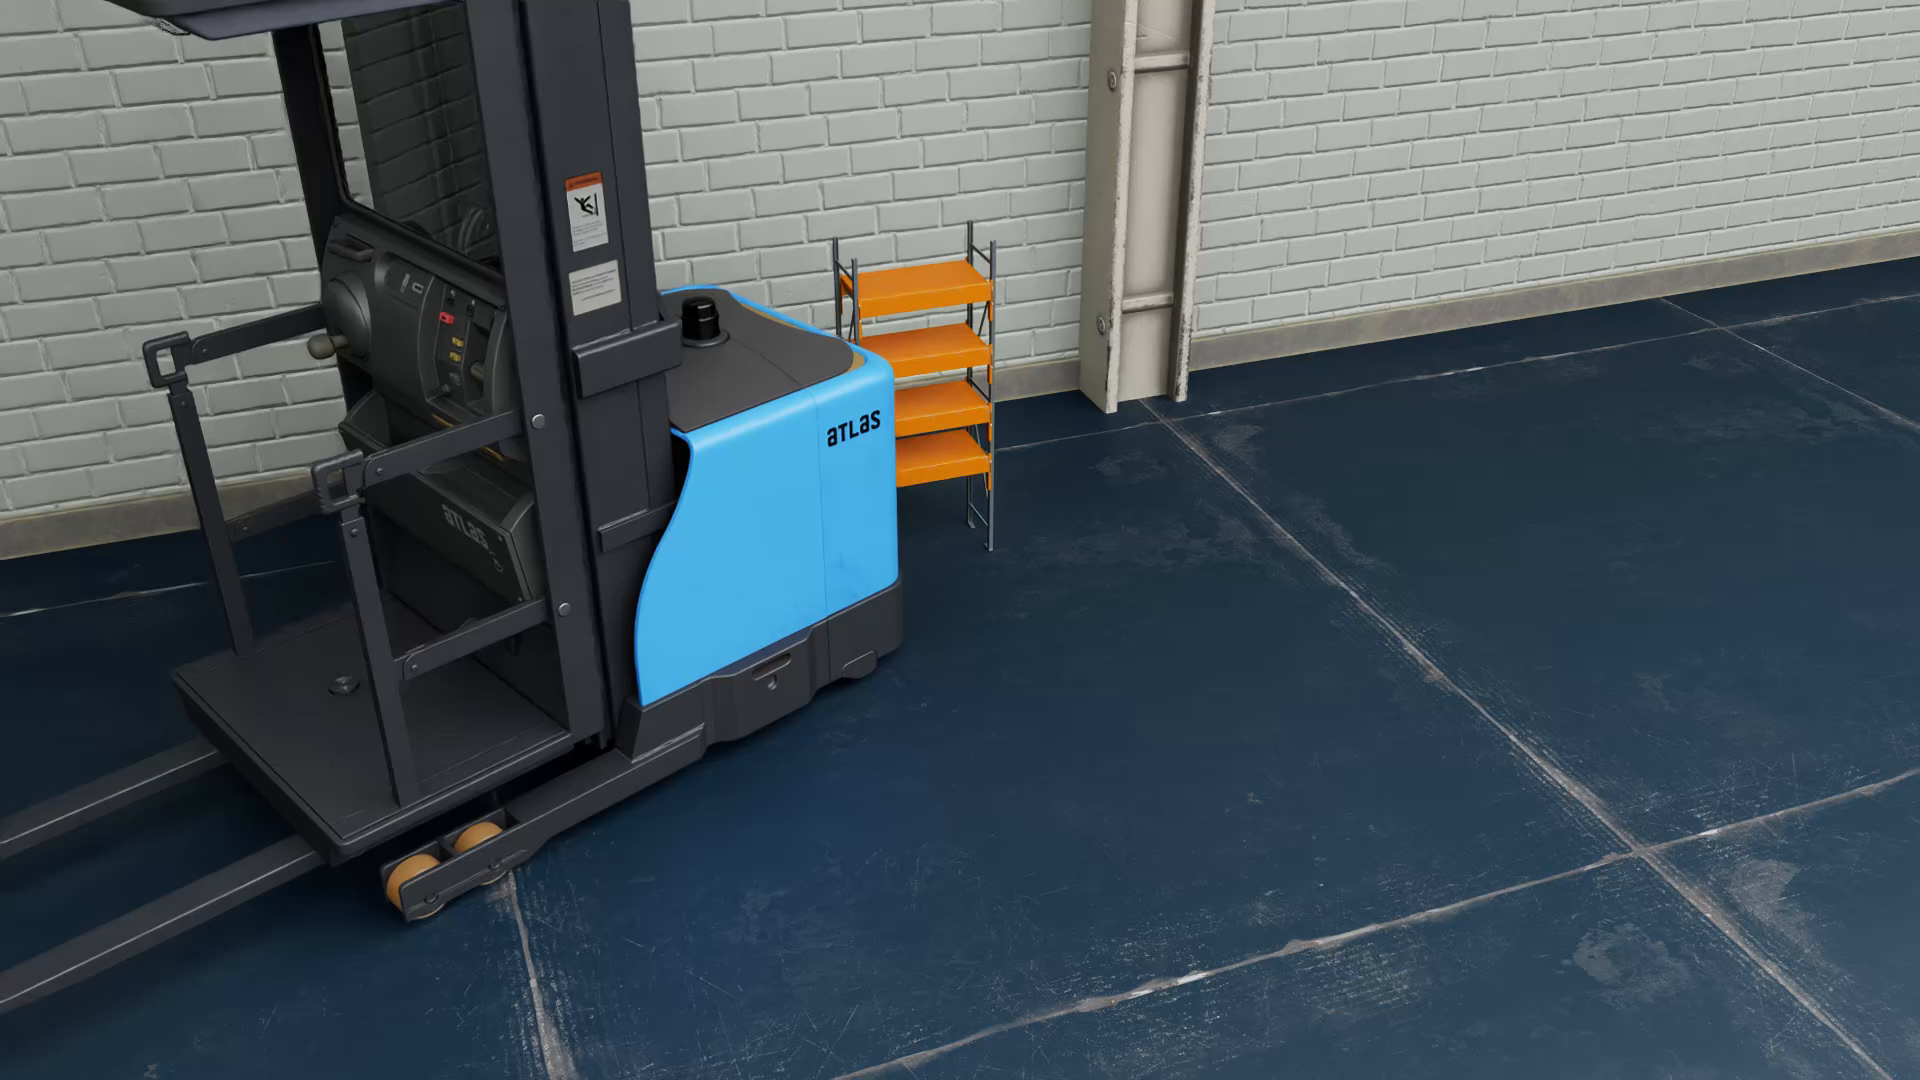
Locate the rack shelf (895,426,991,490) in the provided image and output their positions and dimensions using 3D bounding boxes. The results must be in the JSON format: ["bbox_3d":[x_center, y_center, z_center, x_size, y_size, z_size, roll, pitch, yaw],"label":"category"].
[{"bbox_3d":[-0.155,-0.262,6.034,0.480,0.148,0.258,-10,31,-18],"label":"rack shelf"}]

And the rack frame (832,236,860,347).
[{"bbox_3d":[-0.384,-0.451,5.829,0.015,1.200,0.240,-10,31,-18],"label":"rack frame"}]

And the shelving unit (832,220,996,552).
[{"bbox_3d":[-0.155,-0.493,5.903,0.503,1.200,0.258,-10,31,-18],"label":"shelving unit"}]

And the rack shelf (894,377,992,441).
[{"bbox_3d":[-0.155,-0.434,5.936,0.480,0.148,0.258,-10,31,-18],"label":"rack shelf"}]

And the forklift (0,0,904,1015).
[{"bbox_3d":[-1.593,-0.549,4.252,3.031,2.935,1.130,-26,38,-37],"label":"forklift"}]

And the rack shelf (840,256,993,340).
[{"bbox_3d":[-0.155,-0.834,5.708,0.480,0.148,0.258,-10,31,-18],"label":"rack shelf"}]

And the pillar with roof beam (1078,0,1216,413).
[{"bbox_3d":[2.264,-2.567,1.665,0.400,9.000,9.100,-10,31,-18],"label":"pillar with roof beam"}]

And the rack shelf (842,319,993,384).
[{"bbox_3d":[-0.155,-0.629,5.825,0.480,0.148,0.258,-10,31,-18],"label":"rack shelf"}]

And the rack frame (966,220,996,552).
[{"bbox_3d":[0.074,-0.535,5.977,0.015,1.200,0.240,-10,31,-18],"label":"rack frame"}]
